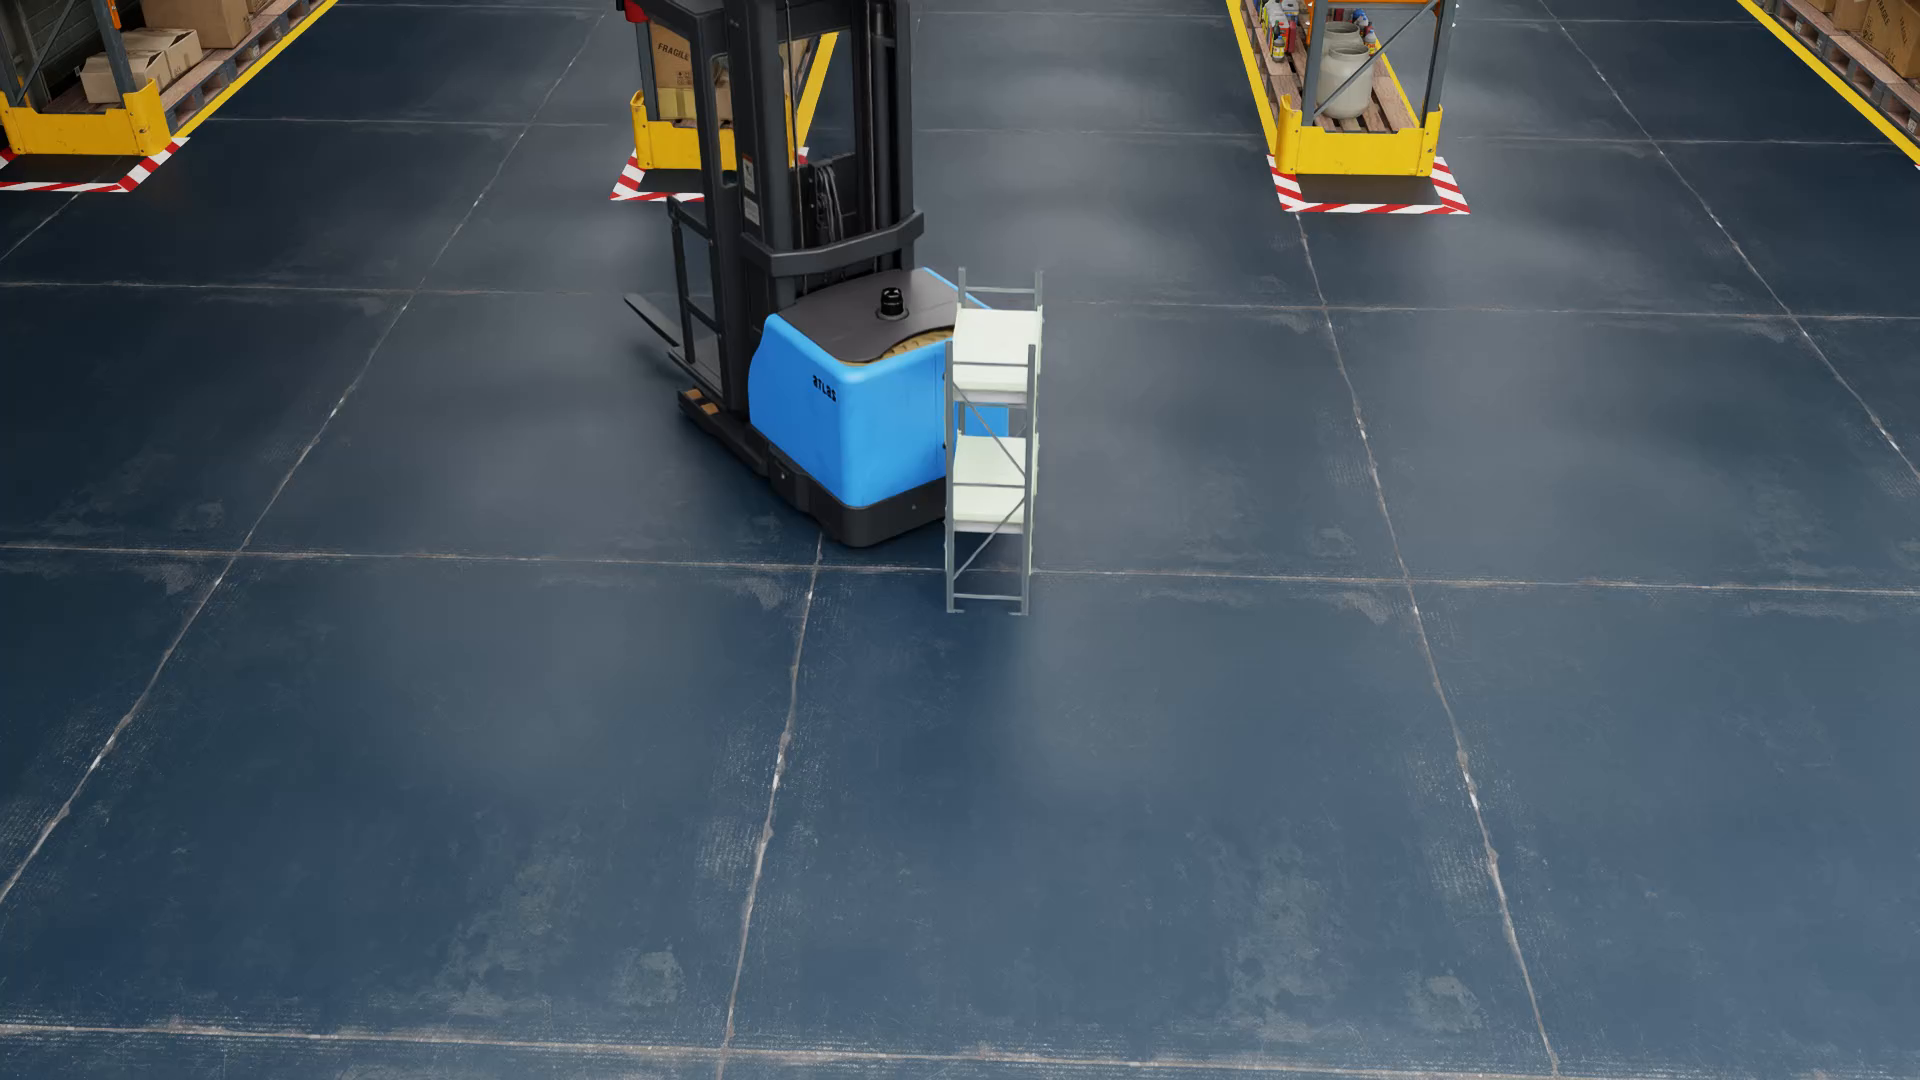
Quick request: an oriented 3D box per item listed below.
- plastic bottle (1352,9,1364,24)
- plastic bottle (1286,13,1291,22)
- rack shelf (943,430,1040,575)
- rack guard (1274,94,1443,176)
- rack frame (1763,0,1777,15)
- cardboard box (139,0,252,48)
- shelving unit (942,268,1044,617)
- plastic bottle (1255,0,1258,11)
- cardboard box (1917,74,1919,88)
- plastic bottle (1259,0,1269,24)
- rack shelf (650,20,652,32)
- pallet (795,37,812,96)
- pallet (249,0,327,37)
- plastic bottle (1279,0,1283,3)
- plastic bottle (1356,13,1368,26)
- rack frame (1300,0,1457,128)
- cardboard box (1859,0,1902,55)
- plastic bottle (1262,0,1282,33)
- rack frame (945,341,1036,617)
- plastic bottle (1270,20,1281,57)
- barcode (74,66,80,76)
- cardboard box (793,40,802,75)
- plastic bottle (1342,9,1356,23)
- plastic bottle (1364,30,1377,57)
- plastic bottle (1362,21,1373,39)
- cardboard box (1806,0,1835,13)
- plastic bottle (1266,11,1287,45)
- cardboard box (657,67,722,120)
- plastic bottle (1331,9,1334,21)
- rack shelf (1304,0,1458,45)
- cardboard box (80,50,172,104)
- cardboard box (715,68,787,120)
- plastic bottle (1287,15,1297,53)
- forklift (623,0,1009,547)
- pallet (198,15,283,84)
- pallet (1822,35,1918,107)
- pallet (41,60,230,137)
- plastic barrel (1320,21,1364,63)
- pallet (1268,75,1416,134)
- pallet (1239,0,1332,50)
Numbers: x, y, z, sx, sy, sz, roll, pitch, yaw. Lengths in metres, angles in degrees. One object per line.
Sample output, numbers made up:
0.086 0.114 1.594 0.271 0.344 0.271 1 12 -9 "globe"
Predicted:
3.470 -4.525 14.515 0.097 0.271 0.097 0 35 0 "plastic bottle"
2.864 -4.498 14.538 0.097 0.201 0.097 0 35 0 "plastic bottle"
0.163 -0.194 8.235 0.431 0.370 0.720 3 35 4 "rack shelf"
3.016 -3.078 12.640 1.175 0.500 0.348 1 35 2 "rack guard"
8.169 -6.239 14.965 1.000 3.000 0.127 1 35 2 "rack frame"
-6.619 -4.585 14.402 0.700 0.500 0.500 -1 35 -1 "cardboard box"
0.163 -0.461 8.048 0.431 1.500 0.755 3 35 4 "shelving unit"
2.773 -4.996 15.117 0.144 0.351 0.185 2 35 3 "plastic bottle"
8.040 -3.793 13.293 0.500 0.500 0.500 10 36 14 "cardboard box"
2.718 -4.766 14.848 0.061 0.283 0.133 3 35 4 "plastic bottle"
-1.809 -5.027 13.866 1.077 0.370 4.000 1 35 2 "rack shelf"
-1.849 -4.171 14.447 1.003 0.211 1.213 1 35 2 "pallet"
-6.670 -5.055 15.705 1.003 0.211 1.213 1 35 2 "pallet"
2.888 -4.877 15.017 0.097 0.271 0.097 0 35 0 "plastic bottle"
3.462 -4.408 14.350 0.097 0.271 0.097 0 35 0 "plastic bottle"
3.060 -4.056 11.858 1.000 3.000 0.127 1 35 2 "rack frame"
8.152 -4.472 14.259 0.500 0.500 0.500 -2 35 -2 "cardboard box"
2.749 -4.643 14.615 0.144 0.351 0.185 1 35 2 "plastic bottle"
0.134 -0.251 7.749 0.400 1.500 0.023 3 35 4 "rack frame"
2.682 -4.257 14.124 0.061 0.283 0.133 2 35 3 "plastic bottle"
-7.120 -3.783 13.418 0.001 0.075 0.075 1 35 2 "barcode"
-1.609 -4.097 13.942 0.500 0.250 0.500 1 35 2 "cardboard box"
3.451 -4.654 14.695 0.152 0.276 0.135 2 35 3 "plastic bottle"
3.444 -4.154 13.988 0.097 0.271 0.097 0 35 0 "plastic bottle"
3.471 -4.288 14.169 0.061 0.283 0.133 2 35 3 "plastic bottle"
8.113 -5.160 15.237 0.500 0.500 0.500 0 35 0 "cardboard box"
2.739 -4.411 14.349 0.152 0.276 0.135 0 35 1 "plastic bottle"
-2.163 -3.534 13.142 0.500 0.250 0.500 1 35 2 "cardboard box"
3.358 -4.738 14.808 0.061 0.283 0.133 1 35 2 "plastic bottle"
3.140 -4.910 13.700 1.077 0.370 4.000 1 35 2 "rack shelf"
-6.722 -3.760 13.393 0.500 0.311 0.500 -2 35 -3 "cardboard box"
-1.646 -3.522 13.125 0.500 0.250 0.500 1 35 2 "cardboard box"
2.839 -4.332 14.230 0.061 0.283 0.133 1 35 2 "plastic bottle"
-0.985 -1.964 8.942 1.130 2.935 3.031 -22 41 -28 "forklift"
-6.716 -4.352 14.705 1.003 0.211 1.213 1 35 2 "pallet"
8.132 -4.009 14.217 1.003 0.211 1.213 1 35 2 "pallet"
-6.768 -3.653 13.710 1.003 0.211 1.213 1 35 2 "pallet"
3.030 -3.878 13.403 0.421 0.512 0.421 0 35 0 "plastic barrel"
3.054 -3.426 13.387 1.003 0.211 1.213 1 35 2 "pallet"
3.152 -4.828 15.382 1.003 0.211 1.213 1 35 2 "pallet"
